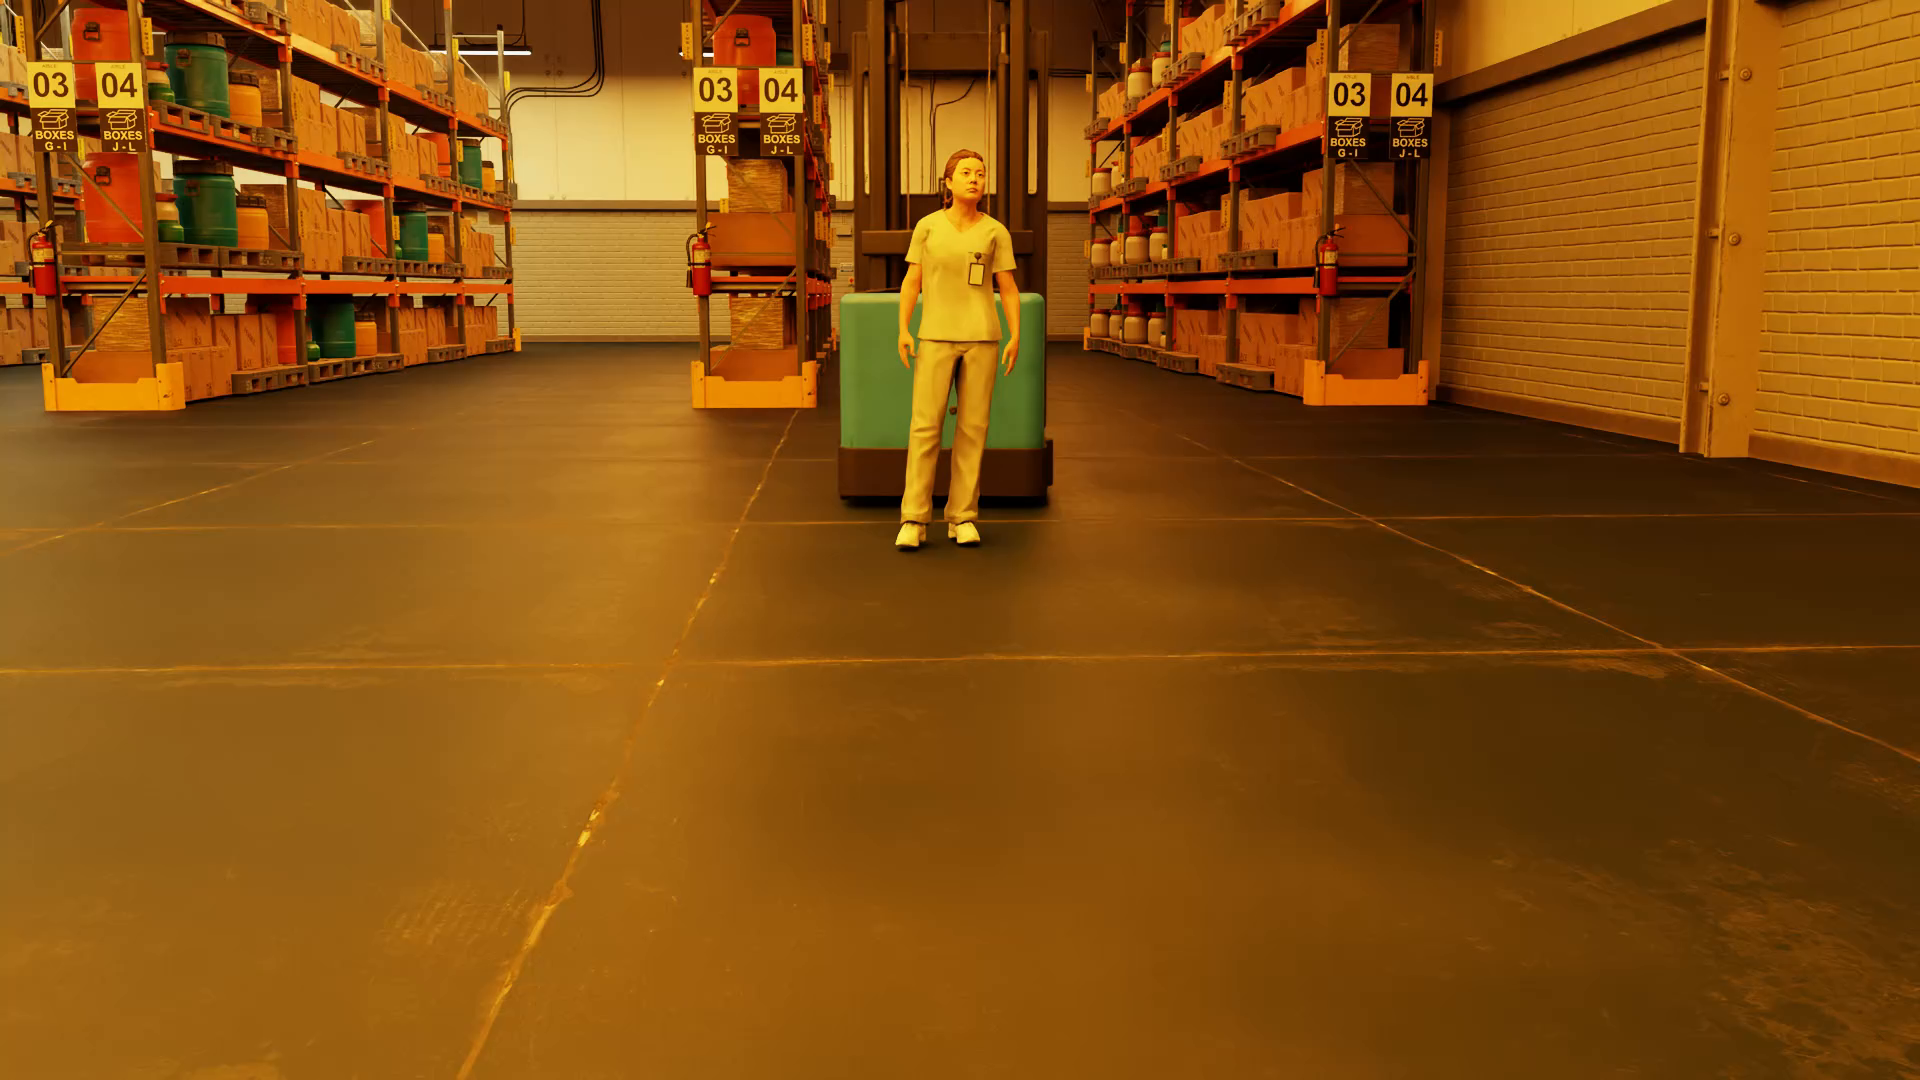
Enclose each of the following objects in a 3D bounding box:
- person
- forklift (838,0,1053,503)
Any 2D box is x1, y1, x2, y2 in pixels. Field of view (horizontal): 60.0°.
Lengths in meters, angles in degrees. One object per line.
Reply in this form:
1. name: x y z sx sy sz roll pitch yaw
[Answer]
1. person: -0.009 -0.819 7.113 0.550 1.664 0.549 -1 8 -4
2. forklift: -0.043 -1.818 9.576 1.130 2.935 3.031 0 8 2
